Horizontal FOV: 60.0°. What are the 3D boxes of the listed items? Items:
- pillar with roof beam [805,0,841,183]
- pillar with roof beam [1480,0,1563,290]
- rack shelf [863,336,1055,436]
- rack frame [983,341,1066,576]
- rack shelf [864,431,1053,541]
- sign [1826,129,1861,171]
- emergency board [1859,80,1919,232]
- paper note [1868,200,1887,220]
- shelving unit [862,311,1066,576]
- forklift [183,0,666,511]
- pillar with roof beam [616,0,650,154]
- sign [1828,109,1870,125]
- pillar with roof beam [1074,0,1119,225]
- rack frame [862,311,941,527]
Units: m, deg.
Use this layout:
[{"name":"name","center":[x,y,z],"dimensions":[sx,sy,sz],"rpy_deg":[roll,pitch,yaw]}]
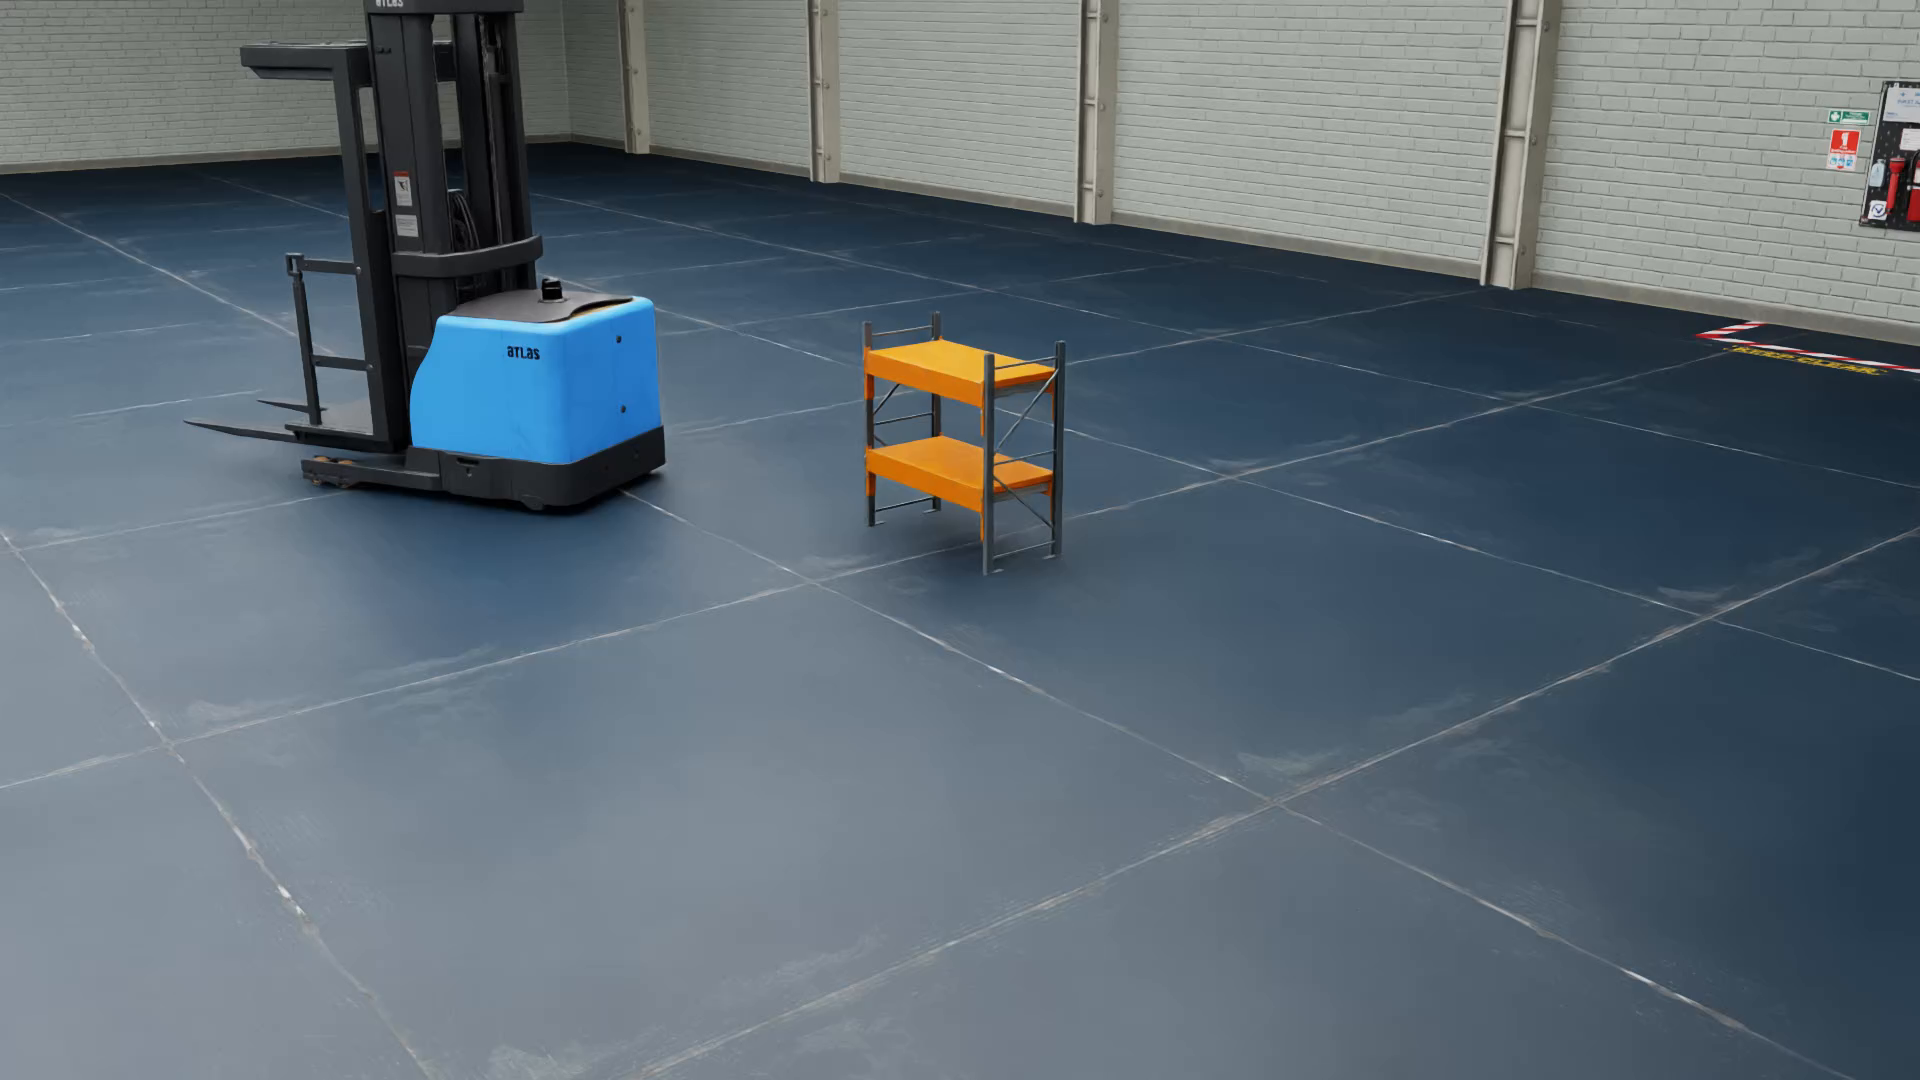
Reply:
[{"name":"pillar with roof beam","center":[-5.424,-8.905,21.439],"dimensions":[9.100,9.000,0.400],"rpy_deg":[-14,23,-36]},{"name":"pillar with roof beam","center":[2.026,-5.948,12.509],"dimensions":[9.100,9.000,0.400],"rpy_deg":[-14,23,-36]},{"name":"rack shelf","center":[0.004,-0.810,8.589],"dimensions":[0.538,0.278,1.000],"rpy_deg":[-14,23,-36]},{"name":"rack frame","center":[0.320,-0.407,8.302],"dimensions":[0.500,1.125,0.032],"rpy_deg":[-14,23,-36]},{"name":"rack shelf","center":[0.004,-0.300,8.758],"dimensions":[0.538,0.278,1.000],"rpy_deg":[-14,23,-36]},{"name":"sign","center":[7.359,-3.251,13.853],"dimensions":[0.001,0.329,0.234],"rpy_deg":[-14,23,-36]},{"name":"emergency board","center":[7.622,-3.078,13.386],"dimensions":[0.194,1.169,0.643],"rpy_deg":[-14,23,-36]},{"name":"paper note","center":[7.566,-2.717,13.697],"dimensions":[0.016,0.148,0.142],"rpy_deg":[-14,23,-36]},{"name":"shelving unit","center":[0.004,-0.532,8.681],"dimensions":[0.538,1.125,1.048],"rpy_deg":[-14,23,-36]},{"name":"forklift","center":[-3.342,-1.837,9.748],"dimensions":[3.031,2.935,1.130],"rpy_deg":[8,20,22]},{"name":"pillar with roof beam","center":[-9.150,-10.383,25.904],"dimensions":[9.100,9.000,0.400],"rpy_deg":[-14,23,-36]},{"name":"sign","center":[7.355,-3.500,13.761],"dimensions":[0.001,0.109,0.331],"rpy_deg":[-14,23,-36]},{"name":"pillar with roof beam","center":[-1.699,-7.426,16.974],"dimensions":[9.100,9.000,0.400],"rpy_deg":[-14,23,-36]},{"name":"rack frame","center":[-0.311,-0.658,9.059],"dimensions":[0.500,1.125,0.032],"rpy_deg":[-14,23,-36]}]
